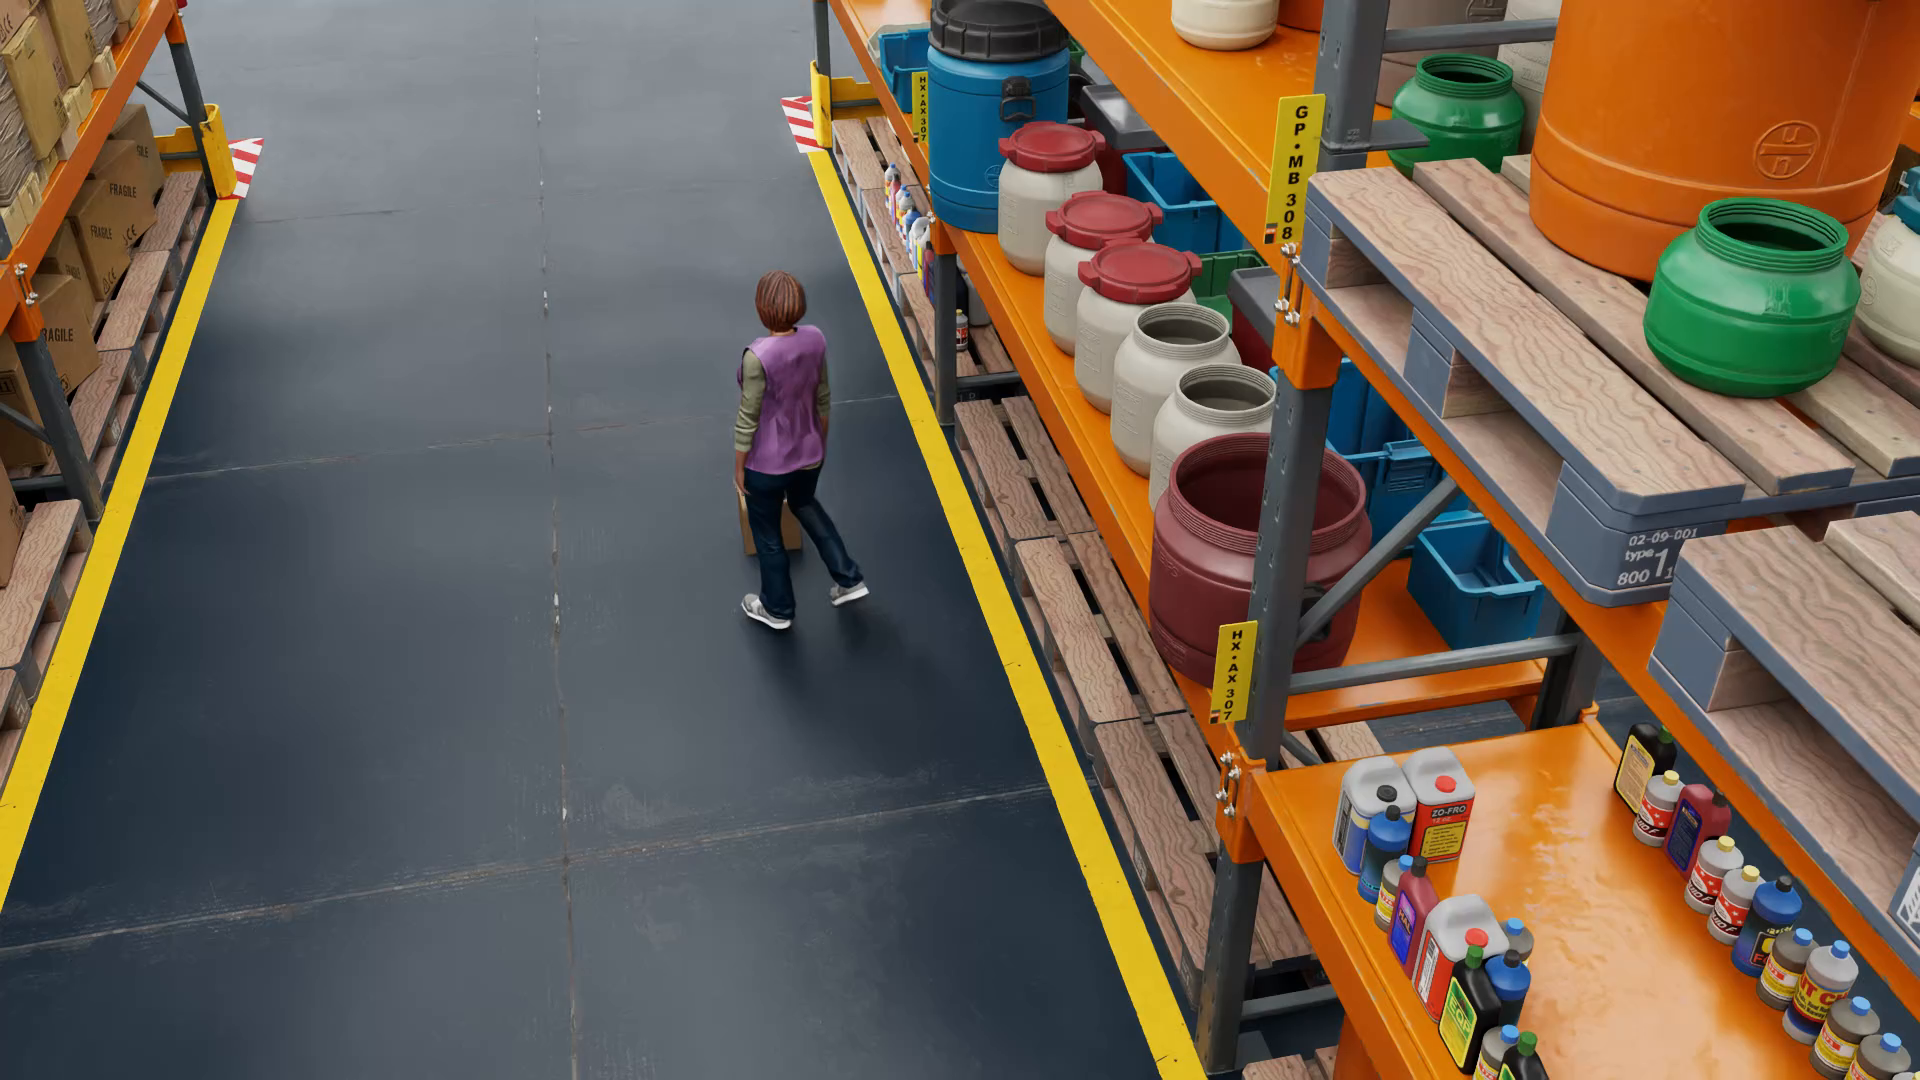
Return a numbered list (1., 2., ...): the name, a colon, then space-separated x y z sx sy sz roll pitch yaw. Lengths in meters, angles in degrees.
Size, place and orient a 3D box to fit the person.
1. person: -0.676 -0.318 6.604 0.504 1.592 0.431 29 44 35
